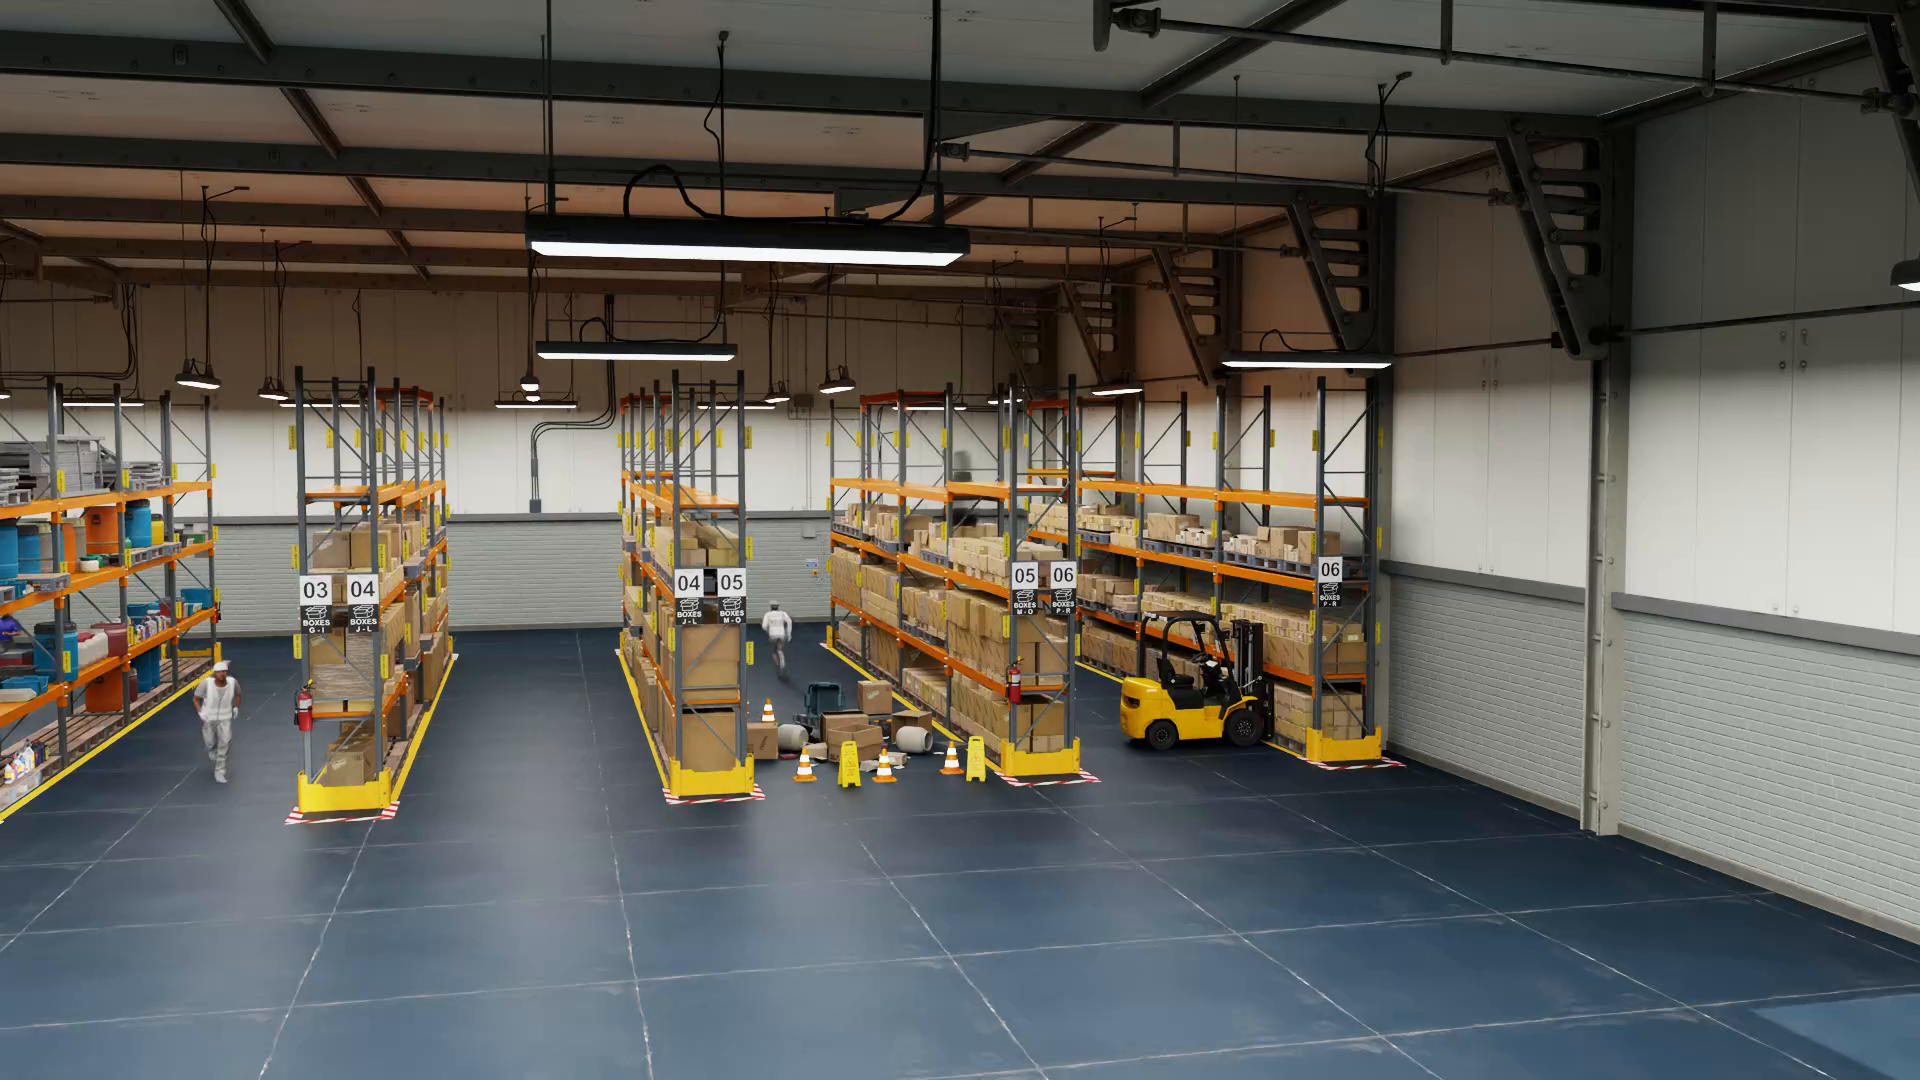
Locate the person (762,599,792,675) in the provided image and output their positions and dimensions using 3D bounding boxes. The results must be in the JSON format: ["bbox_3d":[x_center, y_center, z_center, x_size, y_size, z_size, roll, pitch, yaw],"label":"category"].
[{"bbox_3d":[-3.901,2.106,35.500,0.608,1.607,0.691,-1,4,-22],"label":"person"}]

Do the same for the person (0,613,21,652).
[{"bbox_3d":[-19.153,2.163,33.395,0.560,1.682,0.902,-1,4,-23],"label":"person"}]

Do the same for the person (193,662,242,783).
[{"bbox_3d":[-11.035,2.672,24.725,0.681,1.769,1.010,-2,4,-31],"label":"person"}]
